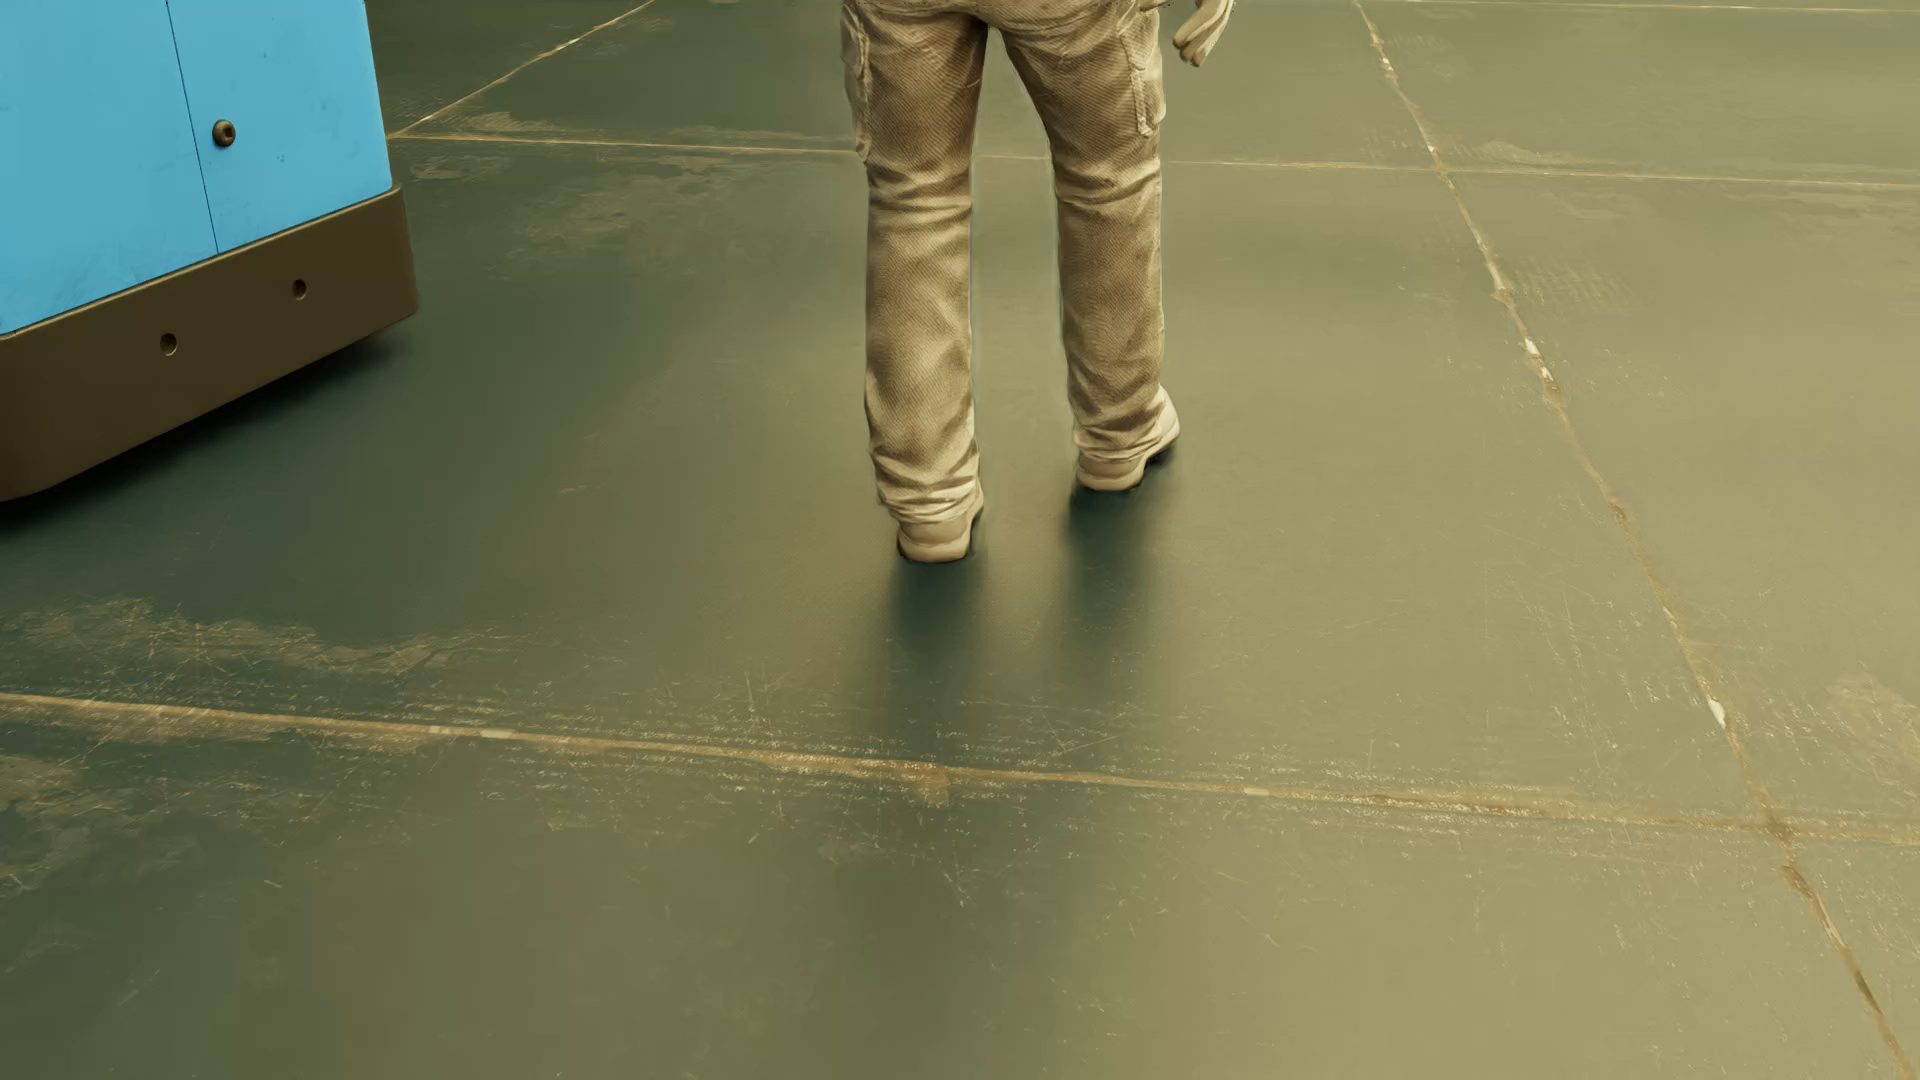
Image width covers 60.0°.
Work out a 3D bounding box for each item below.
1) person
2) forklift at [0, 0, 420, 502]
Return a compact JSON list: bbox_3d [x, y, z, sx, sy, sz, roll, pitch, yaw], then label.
[{"bbox_3d":[0.052,-0.877,2.294,0.721,1.771,0.610,6,27,12],"label":"person"},{"bbox_3d":[-2.624,-1.745,2.714,3.031,2.935,1.130,10,28,19],"label":"forklift"}]
